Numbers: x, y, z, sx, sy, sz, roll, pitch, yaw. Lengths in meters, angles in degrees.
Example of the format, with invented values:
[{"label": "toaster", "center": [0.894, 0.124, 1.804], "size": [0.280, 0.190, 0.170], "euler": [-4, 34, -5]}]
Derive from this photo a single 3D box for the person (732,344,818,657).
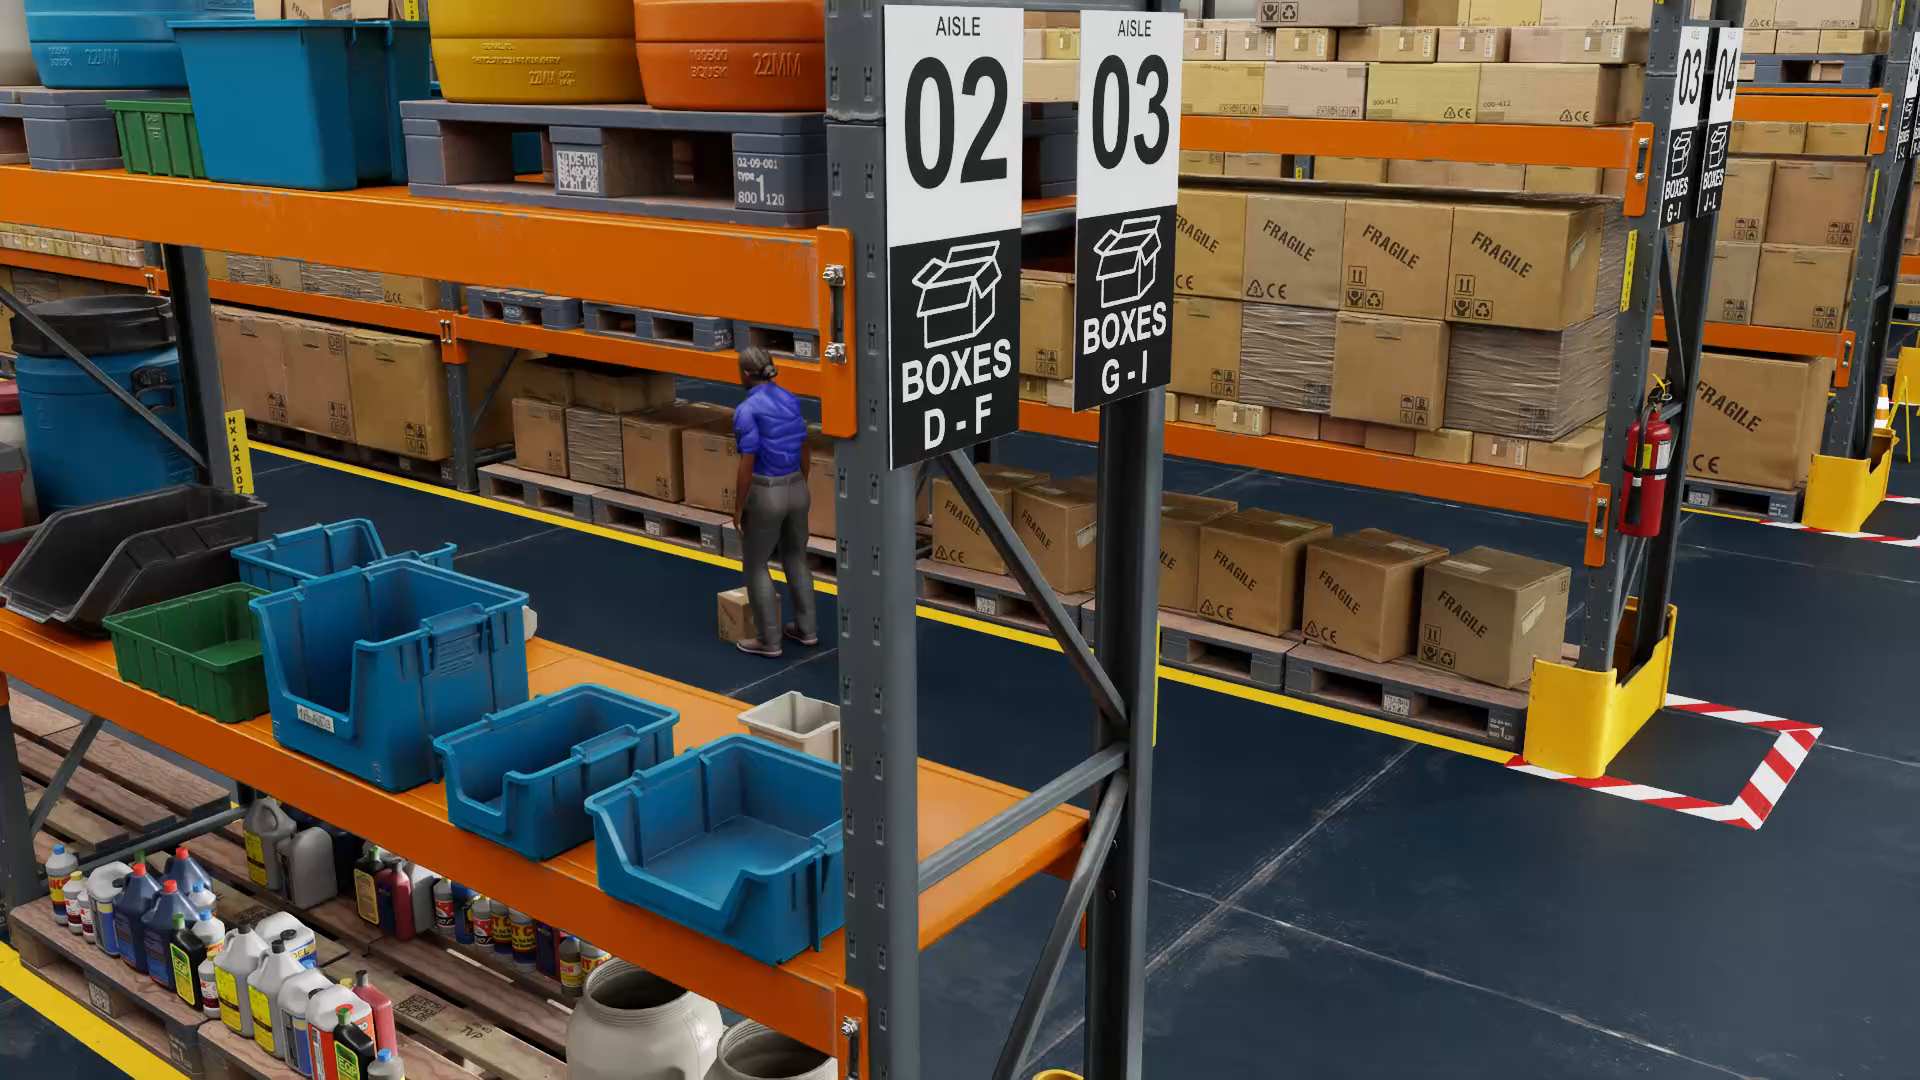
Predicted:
[{"label": "person", "center": [-0.982, -0.209, 8.747], "size": [0.350, 1.653, 0.527], "euler": [15, 22, 41]}]
